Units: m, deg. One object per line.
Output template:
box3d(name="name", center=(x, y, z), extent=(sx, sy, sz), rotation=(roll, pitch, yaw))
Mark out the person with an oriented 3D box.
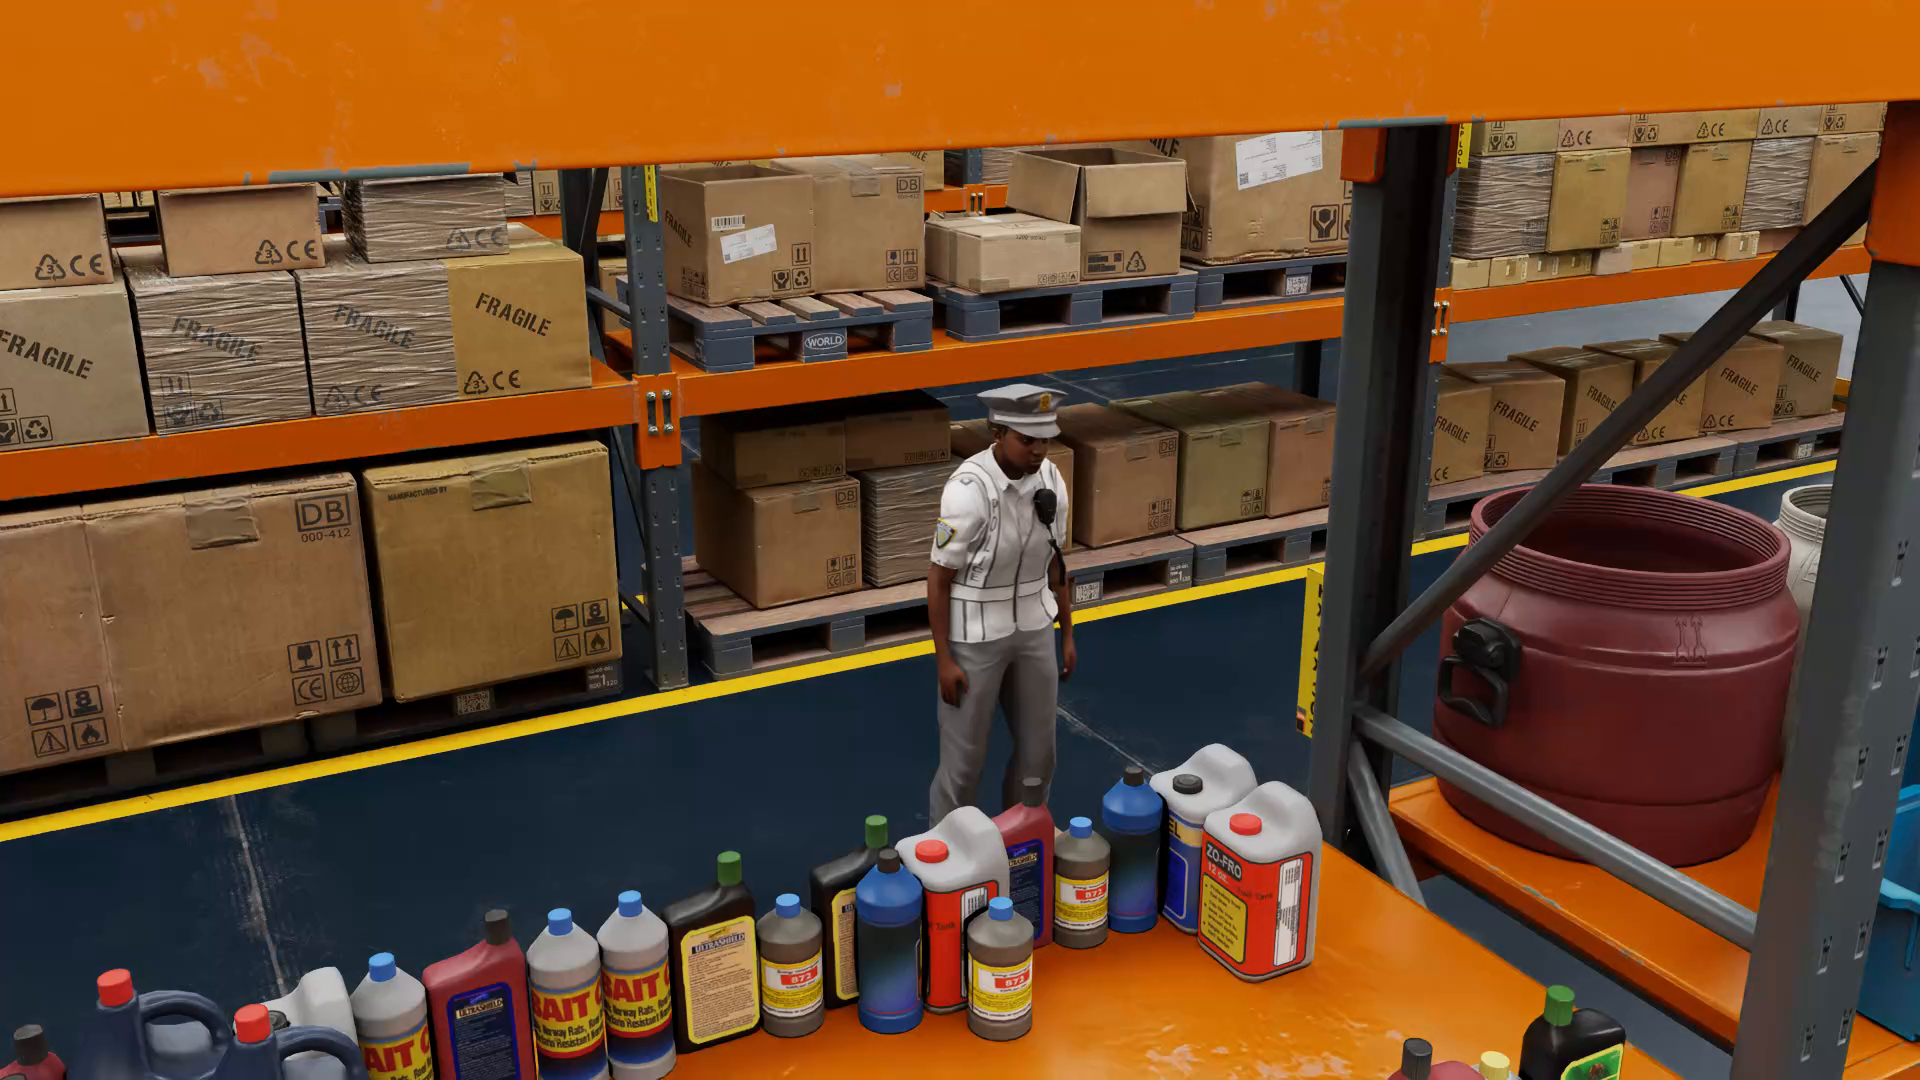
box3d(name="person", center=(0.127, 0.329, 5.076), extent=(0.530, 1.663, 0.419), rotation=(-11, 21, -29))
